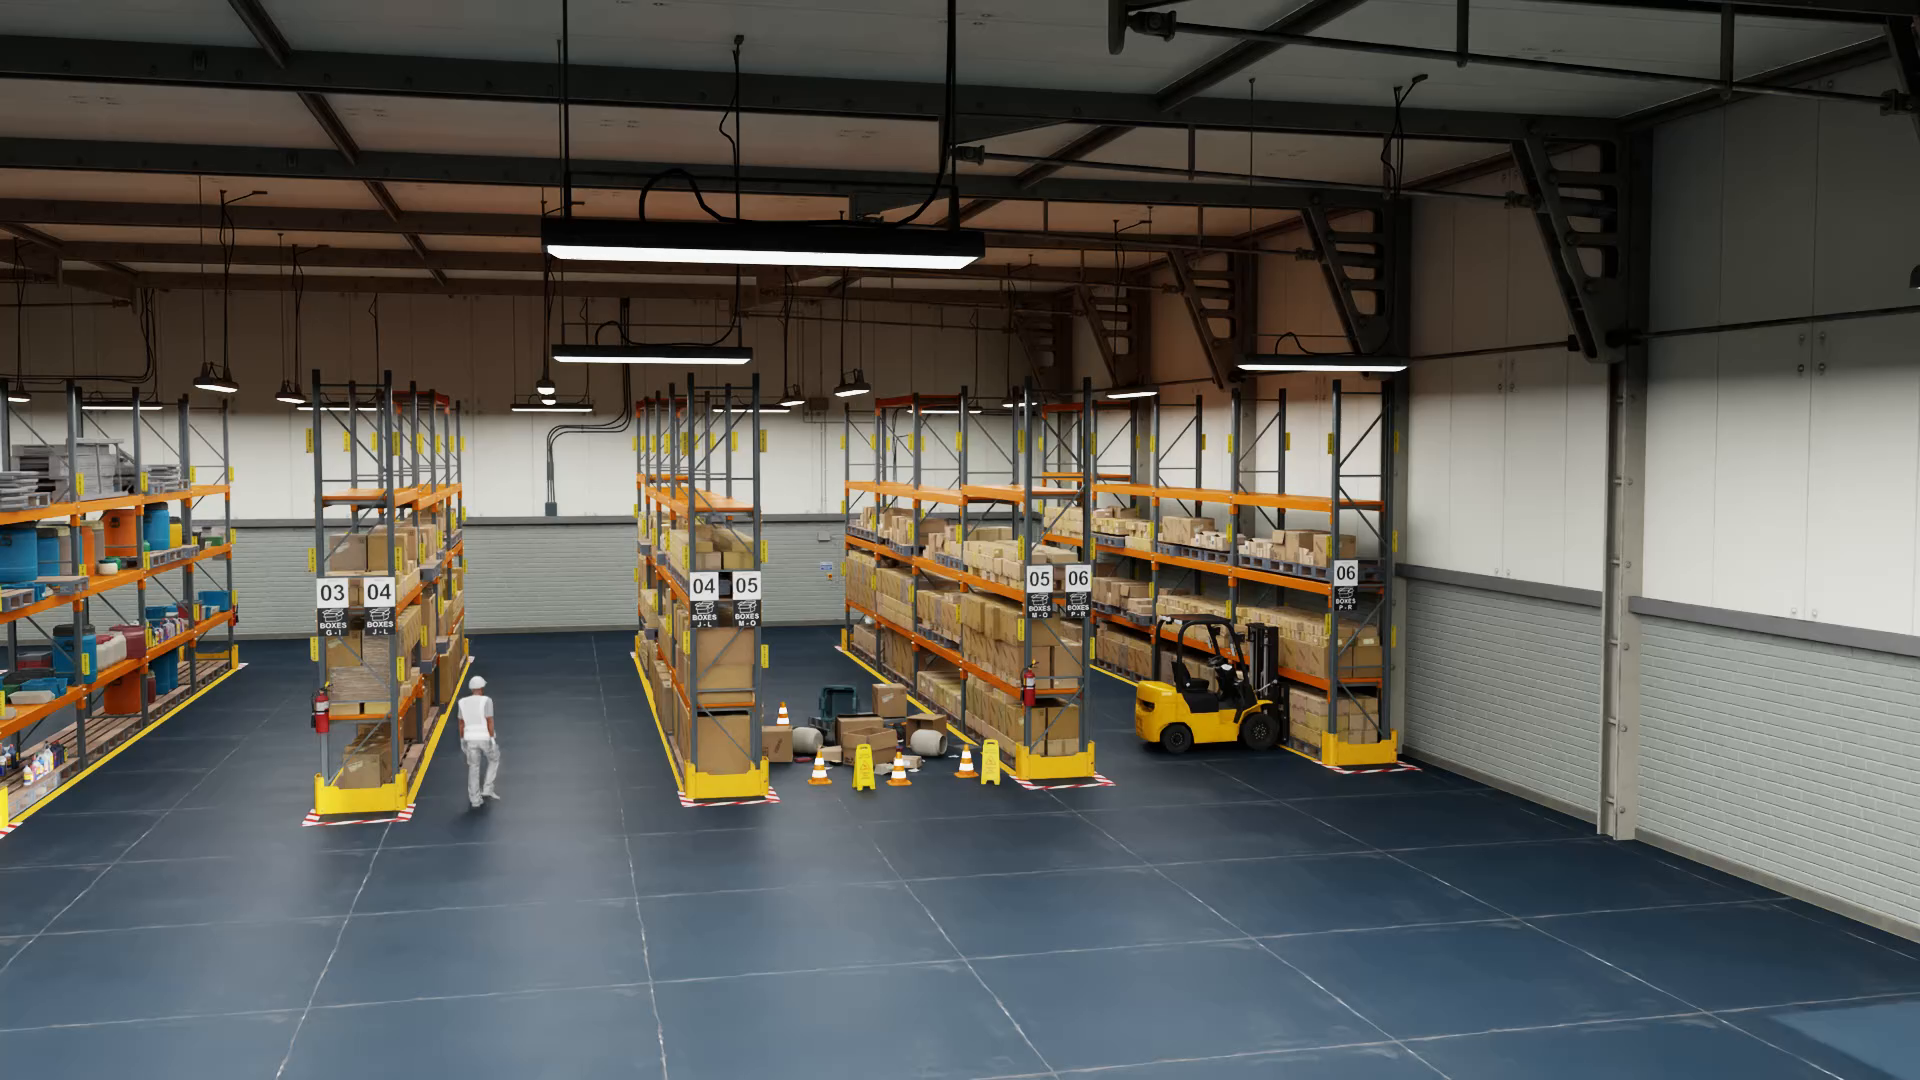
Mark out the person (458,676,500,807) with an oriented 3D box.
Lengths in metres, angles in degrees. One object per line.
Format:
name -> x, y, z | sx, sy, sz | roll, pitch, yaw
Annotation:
person -> -6.677, 2.769, 23.027 | 0.563, 1.765, 0.496 | 0, 3, 0

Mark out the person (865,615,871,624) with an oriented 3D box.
person -> -2.293, 1.573, 44.234 | 1.046, 1.752, 0.492 | -2, 4, -25
